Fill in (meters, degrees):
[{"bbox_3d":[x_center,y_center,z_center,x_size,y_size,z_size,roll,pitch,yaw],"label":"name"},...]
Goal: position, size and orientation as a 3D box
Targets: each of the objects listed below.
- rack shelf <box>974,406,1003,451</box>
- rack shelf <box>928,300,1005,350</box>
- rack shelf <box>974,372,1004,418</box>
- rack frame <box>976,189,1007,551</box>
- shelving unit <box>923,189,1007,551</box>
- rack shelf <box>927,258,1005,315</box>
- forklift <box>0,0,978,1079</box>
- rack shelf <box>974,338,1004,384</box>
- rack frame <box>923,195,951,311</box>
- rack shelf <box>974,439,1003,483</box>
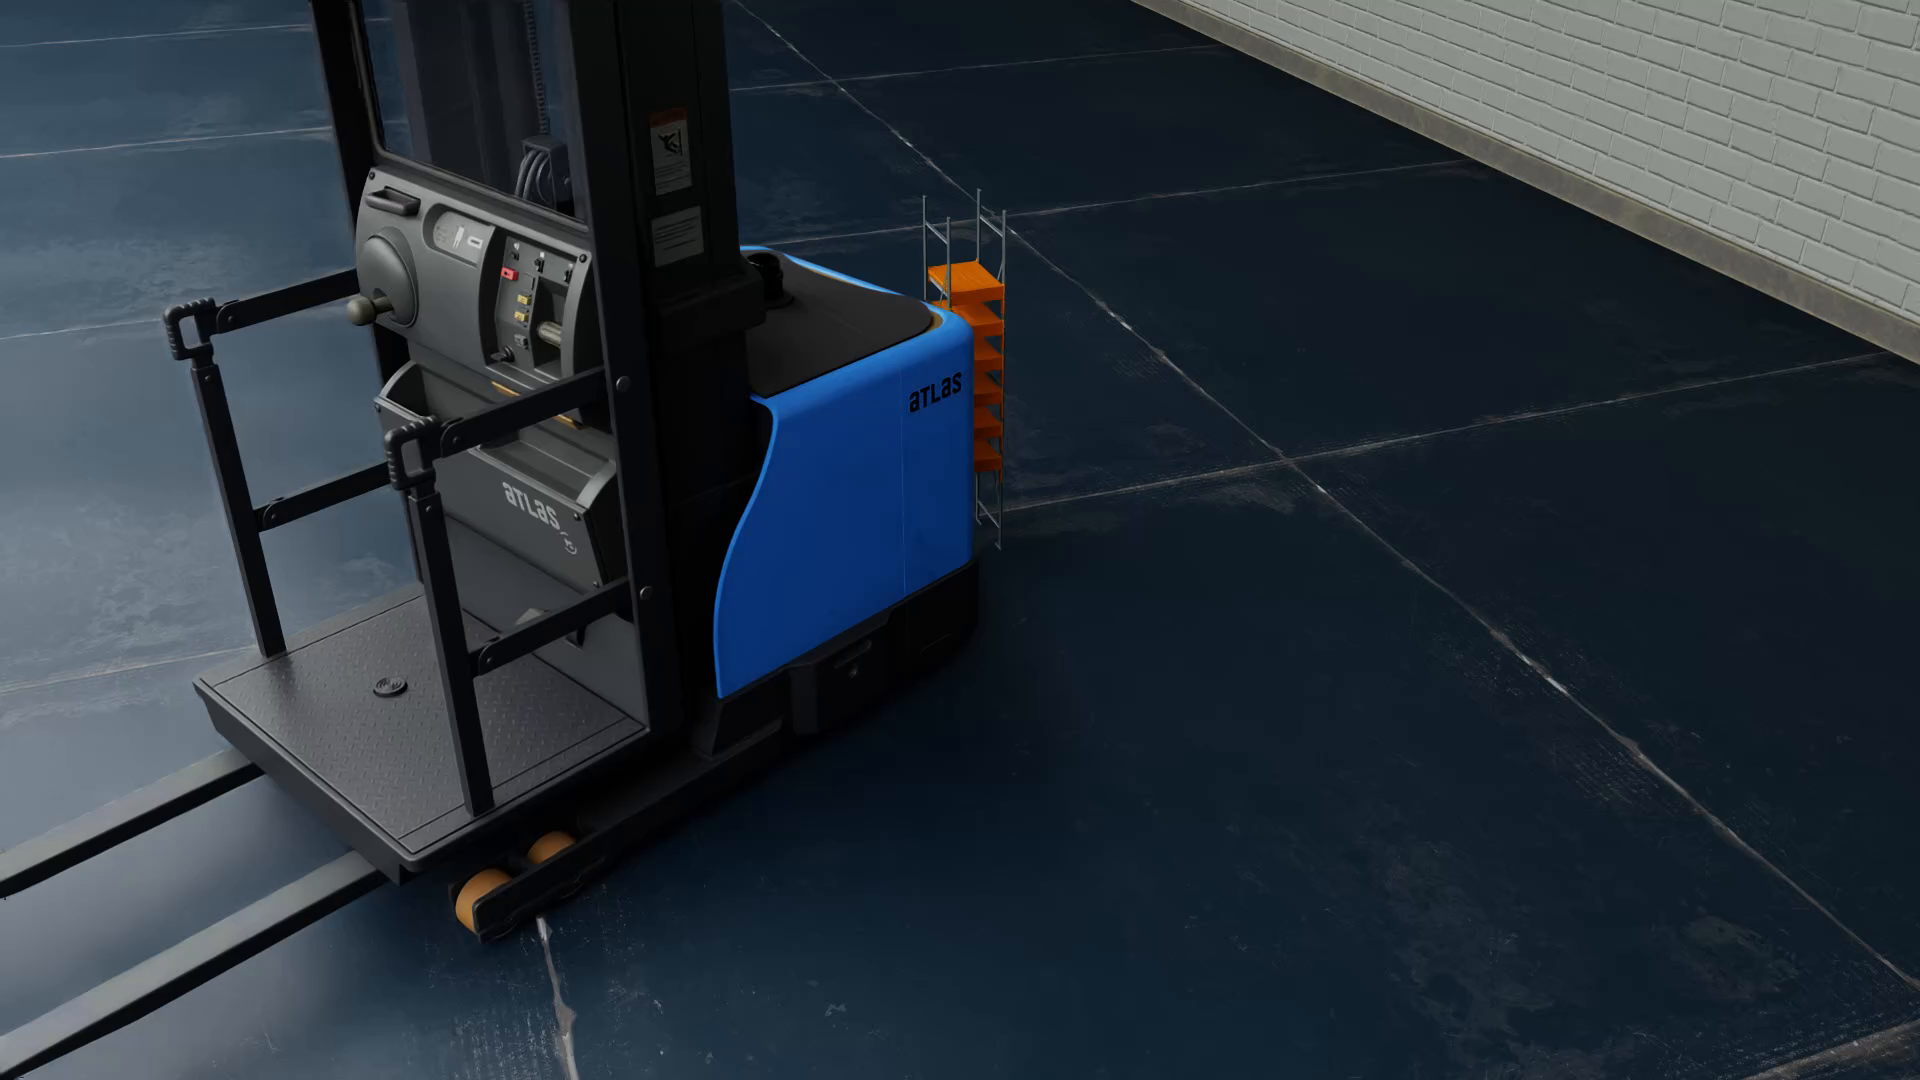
[{"bbox_3d":[0.014,-0.381,5.539,0.180,0.103,0.258,-10,31,-18],"label":"rack shelf"},{"bbox_3d":[0.014,-0.694,5.361,0.180,0.103,0.258,-10,31,-18],"label":"rack shelf"},{"bbox_3d":[0.014,-0.485,5.479,0.180,0.103,0.258,-10,31,-18],"label":"rack shelf"},{"bbox_3d":[0.099,-0.540,5.485,0.006,1.200,0.240,-10,31,-18],"label":"rack frame"},{"bbox_3d":[0.014,-0.524,5.457,0.189,1.200,0.258,-10,31,-18],"label":"shelving unit"},{"bbox_3d":[0.014,-0.798,5.301,0.180,0.103,0.258,-10,31,-18],"label":"rack shelf"},{"bbox_3d":[-1.312,-0.589,3.824,1.130,2.935,3.031,25,38,36],"label":"forklift"},{"bbox_3d":[0.014,-0.589,5.420,0.180,0.103,0.258,-10,31,-18],"label":"rack shelf"},{"bbox_3d":[-0.072,-0.508,5.430,0.006,1.200,0.240,-10,31,-18],"label":"rack frame"},{"bbox_3d":[0.014,-0.277,5.598,0.180,0.103,0.258,-10,31,-18],"label":"rack shelf"}]
